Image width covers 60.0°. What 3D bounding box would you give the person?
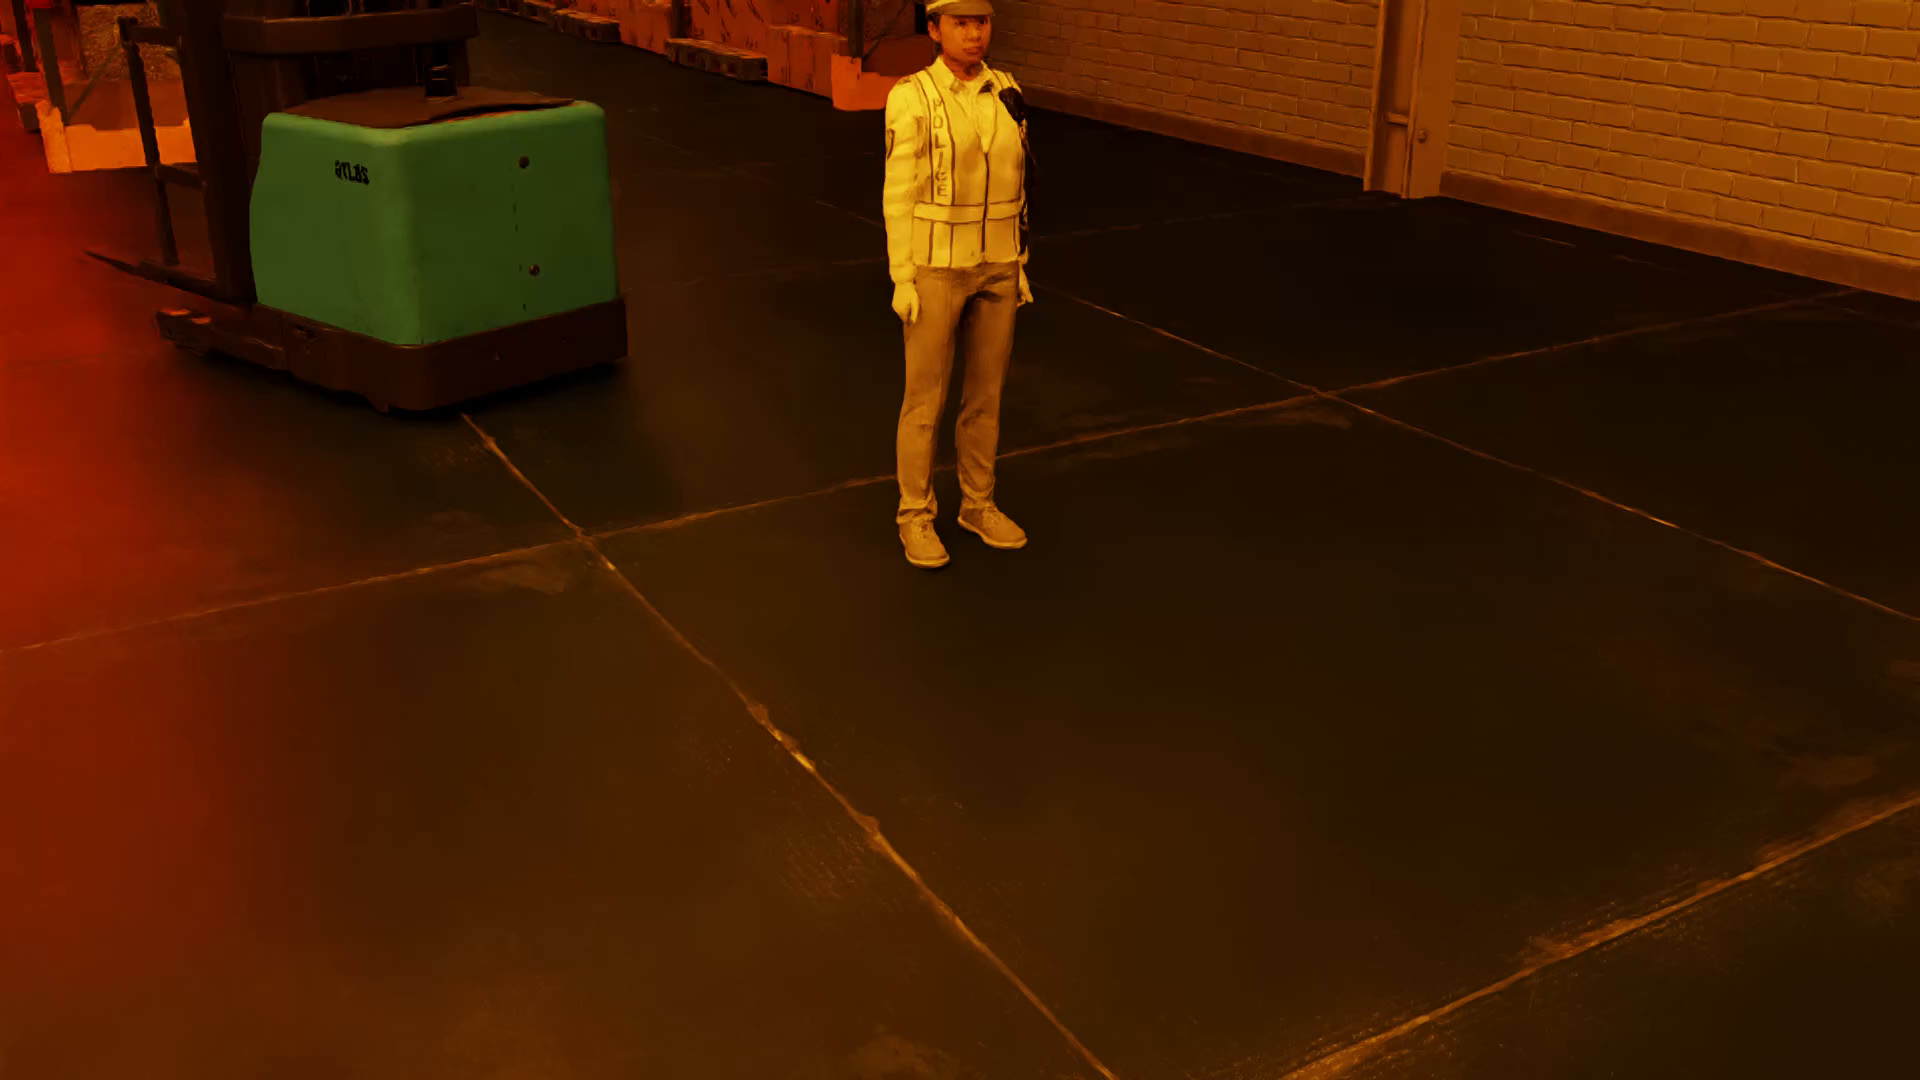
[{"bbox_3d":[0.009,-0.775,4.803,0.463,1.692,0.337,-12,25,-28],"label":"person"}]

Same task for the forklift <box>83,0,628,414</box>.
[{"bbox_3d":[-2.813,-2.271,6.809,3.031,2.935,1.130,18,28,36],"label":"forklift"}]
